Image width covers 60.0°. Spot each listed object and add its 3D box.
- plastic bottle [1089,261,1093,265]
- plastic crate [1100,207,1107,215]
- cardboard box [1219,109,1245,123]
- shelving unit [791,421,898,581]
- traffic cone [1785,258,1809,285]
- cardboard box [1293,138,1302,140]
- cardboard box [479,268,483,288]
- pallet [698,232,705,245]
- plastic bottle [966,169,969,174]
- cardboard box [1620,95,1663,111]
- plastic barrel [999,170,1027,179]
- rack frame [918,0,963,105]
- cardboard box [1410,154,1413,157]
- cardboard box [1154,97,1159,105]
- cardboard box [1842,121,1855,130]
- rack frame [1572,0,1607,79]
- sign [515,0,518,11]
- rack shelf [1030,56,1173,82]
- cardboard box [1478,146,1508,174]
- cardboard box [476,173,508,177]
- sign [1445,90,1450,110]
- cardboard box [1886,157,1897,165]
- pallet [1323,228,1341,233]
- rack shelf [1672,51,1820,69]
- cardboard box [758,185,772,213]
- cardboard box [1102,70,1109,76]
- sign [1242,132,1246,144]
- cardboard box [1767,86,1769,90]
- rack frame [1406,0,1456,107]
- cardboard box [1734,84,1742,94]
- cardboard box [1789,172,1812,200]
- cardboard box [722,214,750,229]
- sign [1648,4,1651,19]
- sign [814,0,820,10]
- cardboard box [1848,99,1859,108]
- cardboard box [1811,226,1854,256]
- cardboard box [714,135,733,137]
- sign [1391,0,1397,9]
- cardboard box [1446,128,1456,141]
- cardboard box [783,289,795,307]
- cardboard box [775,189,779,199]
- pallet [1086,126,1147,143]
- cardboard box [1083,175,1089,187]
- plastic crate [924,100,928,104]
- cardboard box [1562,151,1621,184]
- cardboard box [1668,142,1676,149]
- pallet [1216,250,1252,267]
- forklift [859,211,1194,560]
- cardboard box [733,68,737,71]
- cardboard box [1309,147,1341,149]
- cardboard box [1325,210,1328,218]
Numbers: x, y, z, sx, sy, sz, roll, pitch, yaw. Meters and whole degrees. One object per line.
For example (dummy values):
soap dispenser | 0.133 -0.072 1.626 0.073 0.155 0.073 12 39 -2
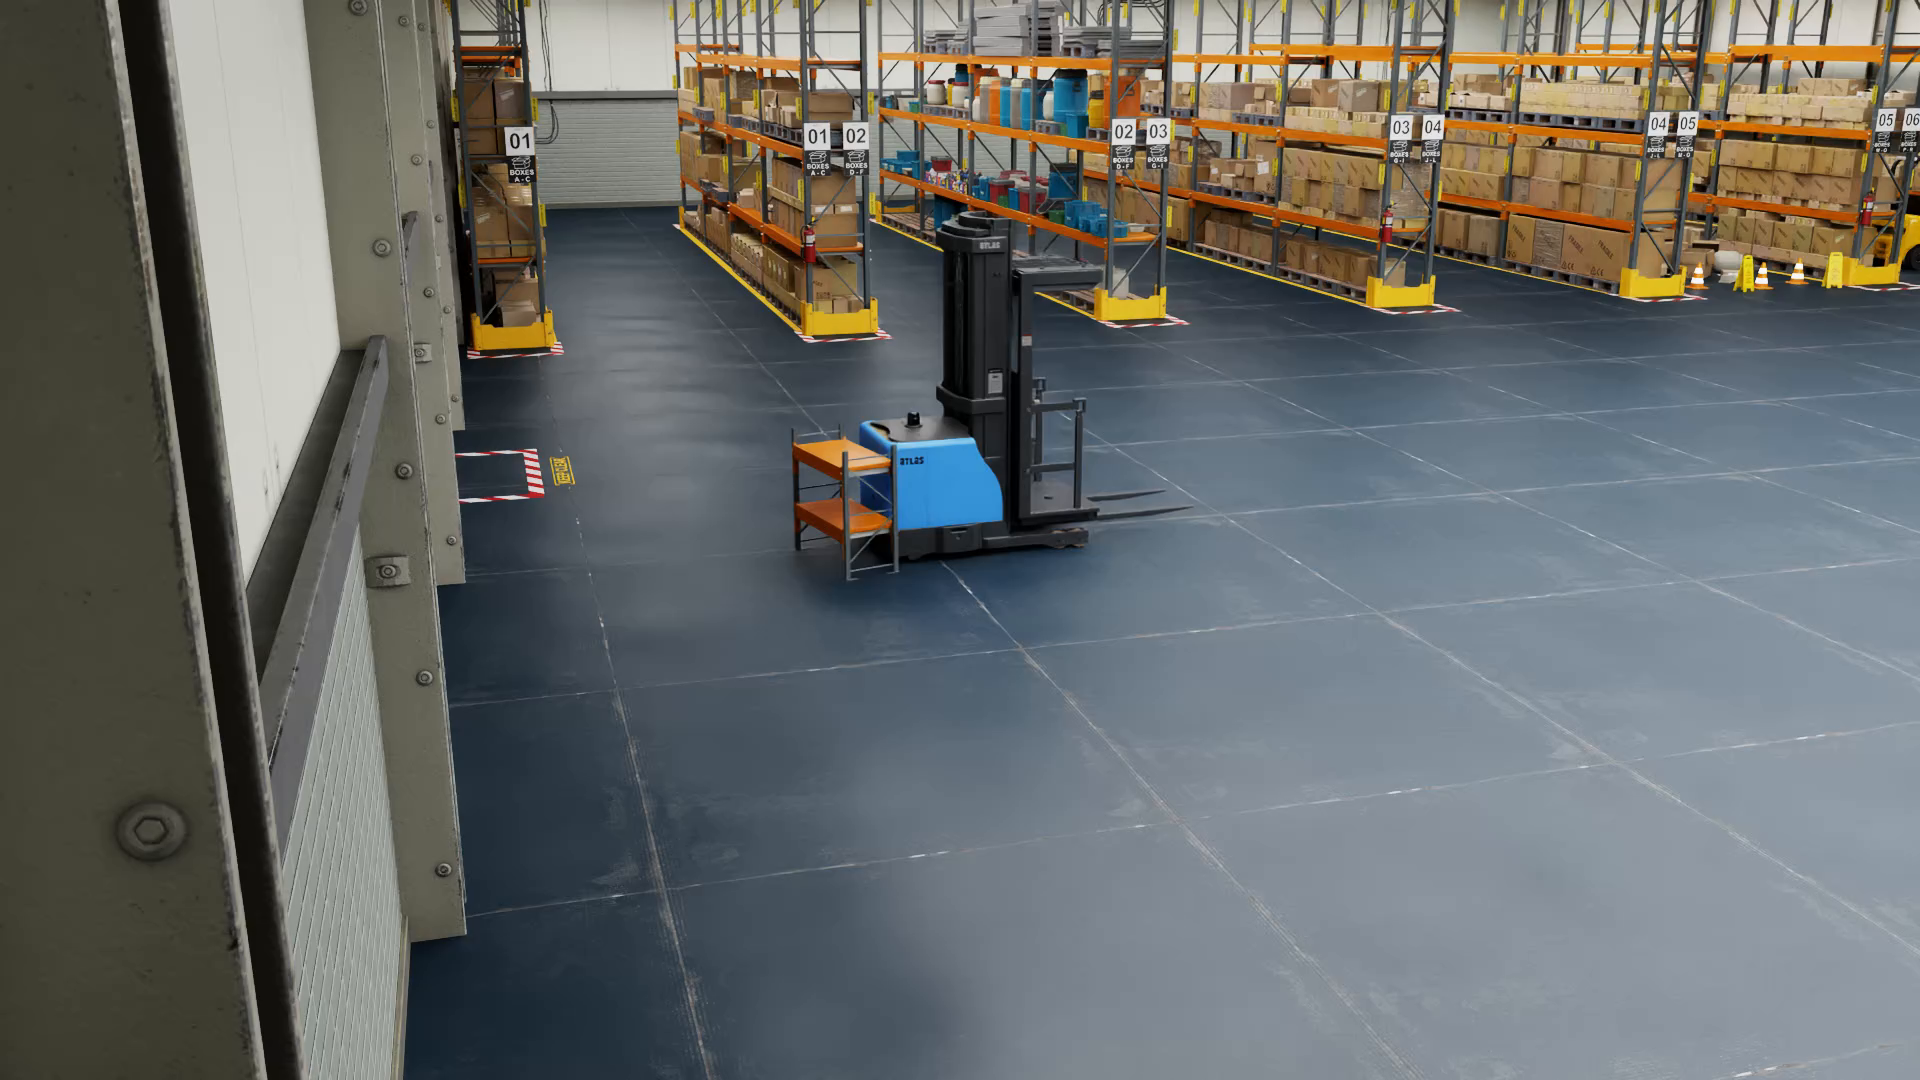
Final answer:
plastic bottle | 2.367 -4.845 30.004 0.144 0.351 0.185 -5 17 -16
plastic crate | 2.336 -5.844 29.751 0.499 0.251 0.616 -5 17 -15
cardboard box | 5.610 -8.630 33.811 0.500 0.250 0.500 -4 17 -14
shelving unit | -1.007 -0.355 14.476 0.538 1.125 1.048 -9 19 -28
traffic cone | 15.802 -5.071 31.327 0.336 0.463 0.334 -5 17 -15
cardboard box | 8.595 -10.089 41.196 0.500 0.500 0.500 -5 18 -17
cardboard box | -8.163 -4.772 29.502 0.700 0.500 0.500 -5 17 -16
pallet | -5.379 -6.877 37.778 1.003 0.211 1.213 -5 17 -15
plastic bottle | 0.190 -8.110 37.121 0.144 0.351 0.185 -5 17 -15
cardboard box | 12.026 -7.719 29.360 0.500 0.250 0.500 -4 17 -15
plastic barrel | 1.091 -7.268 33.994 0.600 0.536 0.708 -5 17 -15
rack frame | -0.428 -11.286 37.181 1.000 3.000 0.127 -5 17 -15
cardboard box | 10.289 -8.573 37.248 0.380 0.149 0.250 -5 17 -15
cardboard box | 4.600 -9.898 37.481 0.380 0.149 0.250 -5 18 -18
cardboard box | 16.694 -7.728 30.986 0.380 0.149 0.250 -5 17 -15
rack frame | 17.535 -13.961 46.086 1.000 3.000 0.127 -5 17 -15
sign | -7.228 -8.813 27.187 0.100 0.325 0.005 -5 17 -15
rack shelf | 2.321 -7.984 28.134 1.077 0.370 4.000 -5 17 -15
cardboard box | 11.045 -7.762 33.964 0.700 0.500 0.500 -5 17 -16
cardboard box | -8.535 -6.500 30.738 0.700 0.500 0.500 -6 18 -20
sign | 8.154 -7.384 27.883 0.100 0.325 0.005 -5 17 -15
cardboard box | 20.437 -8.274 36.281 0.380 0.149 0.250 -5 17 -16
pallet | 9.347 -7.618 40.245 1.003 0.211 1.213 -5 17 -15
rack shelf | 19.184 -11.766 40.722 1.077 0.370 4.000 -5 17 -15
cardboard box | -3.470 -6.356 31.021 0.500 0.500 0.500 -5 17 -15
cardboard box | 3.781 -11.444 40.540 0.500 0.250 0.500 -5 18 -17
sign | 7.510 -10.647 43.976 0.100 0.325 0.005 -5 17 -15
cardboard box | 19.384 -10.726 39.581 0.380 0.149 0.250 -5 18 -17
rack frame | 10.231 -10.936 36.014 1.000 3.000 0.127 -5 17 -15
cardboard box | 16.140 -9.511 35.147 0.500 0.250 0.500 -5 17 -16
cardboard box | 16.480 -6.865 32.200 0.500 0.500 0.500 -5 17 -16
cardboard box | -4.594 -6.544 34.099 0.500 0.250 0.500 -4 17 -13
sign | 15.481 -11.886 37.416 0.100 0.325 0.005 -5 17 -15
sign | -2.452 -9.243 28.480 0.100 0.325 0.005 -5 17 -15
cardboard box | 16.750 -8.112 30.877 0.380 0.149 0.250 -4 17 -14
cardboard box | 16.690 -5.713 31.802 0.500 0.500 0.500 -5 17 -15
cardboard box | -5.333 -8.987 38.042 0.500 0.500 0.500 -5 17 -17
sign | 7.093 -8.844 27.150 0.100 0.325 0.005 -5 17 -15
cardboard box | 13.058 -10.644 43.559 0.500 0.500 0.500 -5 17 -15
cardboard box | -2.613 -3.988 27.362 0.500 0.250 0.500 -5 17 -15
cardboard box | -2.963 -5.938 28.503 0.380 0.149 0.250 -5 17 -17
pallet | 2.737 -6.677 27.377 1.003 0.211 1.213 -5 17 -15
cardboard box | 3.488 -8.924 42.708 0.875 0.875 0.875 -5 17 -15
plastic crate | -0.981 -10.605 40.494 0.450 0.188 0.336 -5 17 -15
cardboard box | 11.831 -6.991 31.173 0.875 0.550 0.500 -5 17 -15
cardboard box | 15.418 -8.451 35.622 0.380 0.149 0.250 -5 18 -18
pallet | 5.979 -5.810 34.224 1.003 0.211 1.213 -5 17 -15
forklift | 0.648 -1.460 15.015 3.031 2.935 1.130 -5 18 -17
cardboard box | -5.363 -10.267 37.090 0.700 0.500 0.500 -5 17 -15
cardboard box | 6.921 -7.158 31.438 0.500 0.500 0.500 -5 17 -15
cardboard box | 6.841 -5.909 30.144 0.380 0.149 0.250 -5 17 -15
